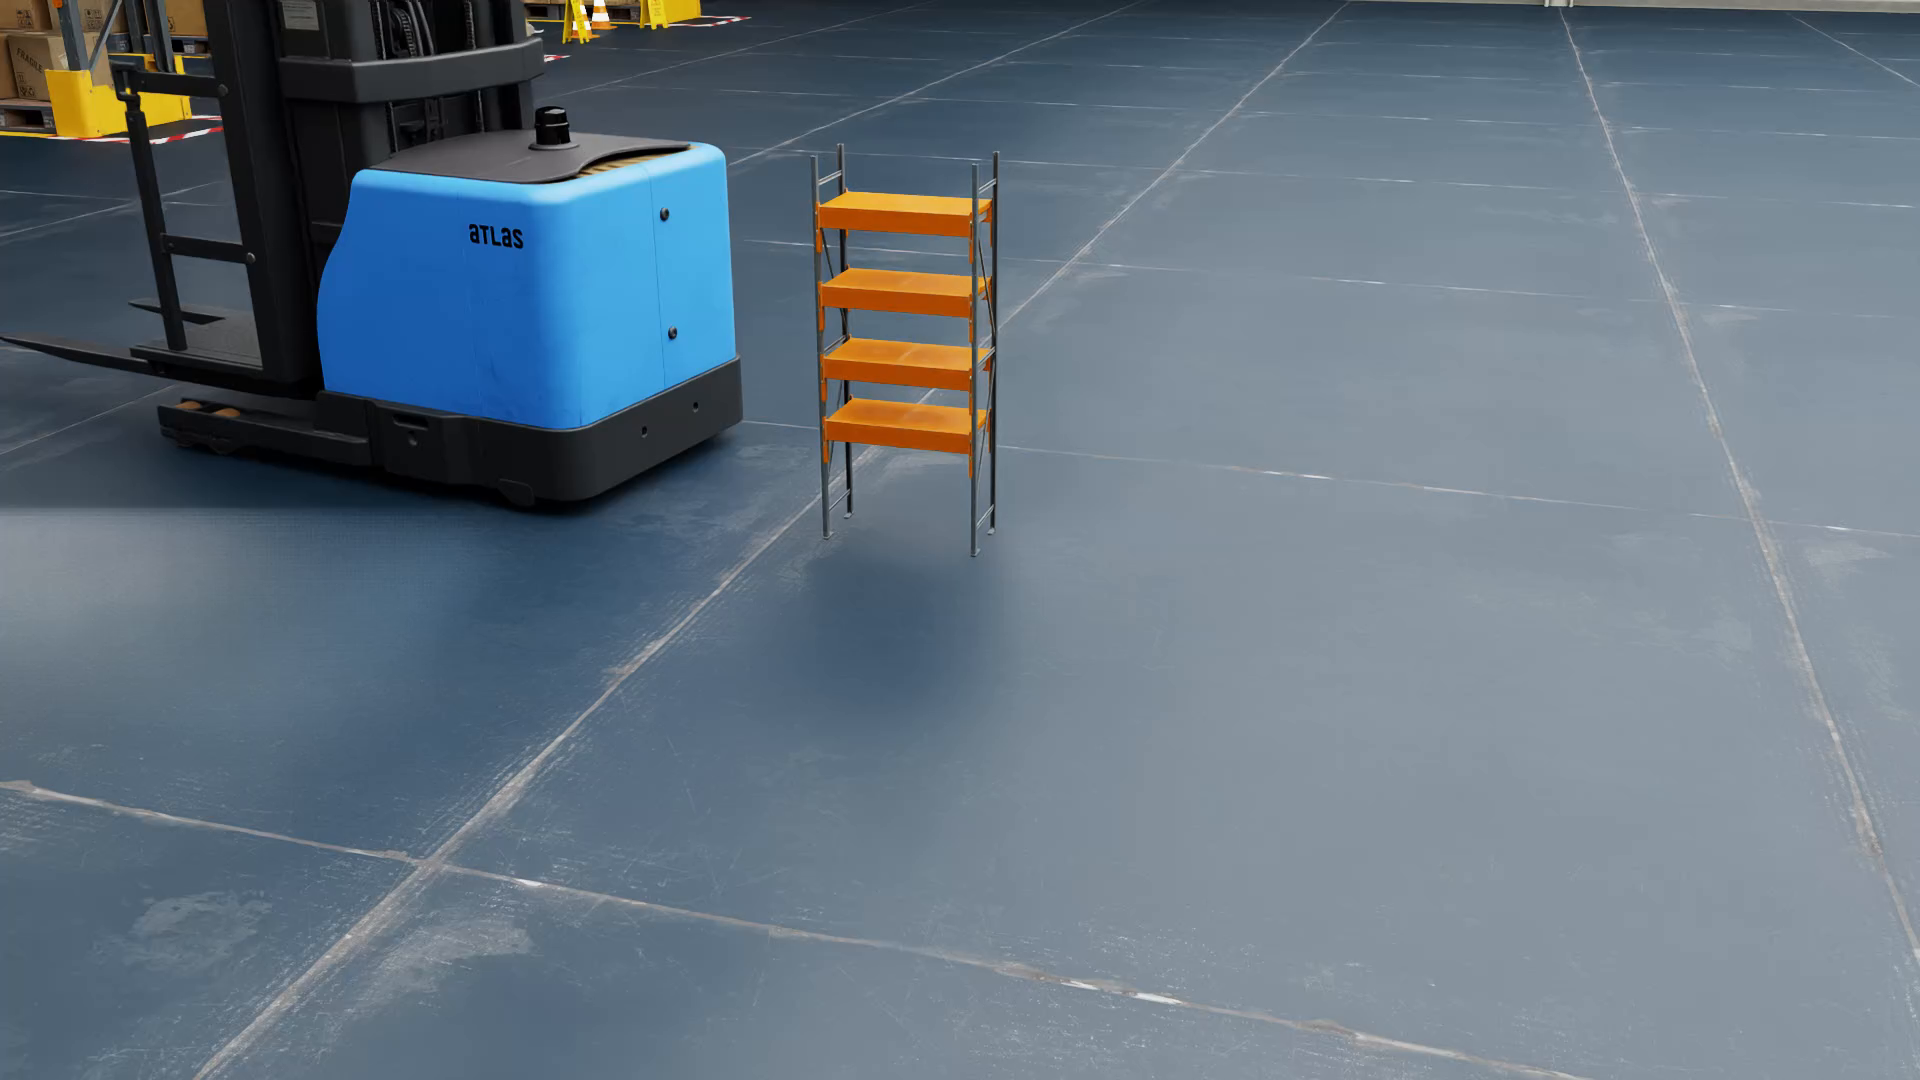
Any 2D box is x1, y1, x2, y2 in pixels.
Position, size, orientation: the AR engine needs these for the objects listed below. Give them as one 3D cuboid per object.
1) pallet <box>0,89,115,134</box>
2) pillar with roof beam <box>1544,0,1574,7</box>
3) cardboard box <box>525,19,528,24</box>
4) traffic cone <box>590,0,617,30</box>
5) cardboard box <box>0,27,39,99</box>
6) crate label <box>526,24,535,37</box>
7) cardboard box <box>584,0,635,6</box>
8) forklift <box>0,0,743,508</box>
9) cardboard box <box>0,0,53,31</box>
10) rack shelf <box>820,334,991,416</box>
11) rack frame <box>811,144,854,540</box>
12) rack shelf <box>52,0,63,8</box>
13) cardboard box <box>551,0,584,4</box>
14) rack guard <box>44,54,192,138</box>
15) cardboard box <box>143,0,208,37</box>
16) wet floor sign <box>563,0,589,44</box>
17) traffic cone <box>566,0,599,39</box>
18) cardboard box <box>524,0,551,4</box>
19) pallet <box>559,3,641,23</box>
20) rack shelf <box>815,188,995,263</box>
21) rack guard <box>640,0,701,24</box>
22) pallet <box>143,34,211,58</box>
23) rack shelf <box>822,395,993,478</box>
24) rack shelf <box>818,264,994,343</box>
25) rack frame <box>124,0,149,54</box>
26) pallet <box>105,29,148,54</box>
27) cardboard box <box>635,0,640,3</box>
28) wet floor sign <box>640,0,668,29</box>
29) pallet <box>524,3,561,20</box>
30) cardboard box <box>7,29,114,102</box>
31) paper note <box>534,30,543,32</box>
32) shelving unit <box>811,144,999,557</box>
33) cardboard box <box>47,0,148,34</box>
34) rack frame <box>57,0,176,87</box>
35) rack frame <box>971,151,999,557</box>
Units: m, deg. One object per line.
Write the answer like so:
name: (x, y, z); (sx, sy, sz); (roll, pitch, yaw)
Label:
pallet: (-7.468, -3.525, 13.586); (1.213, 0.211, 1.003); (7, 23, 16)
pillar with roof beam: (7.504, -10.409, 18.789); (0.400, 9.000, 9.100); (7, 23, 16)
cardboard box: (-5.602, -6.396, 20.667); (0.380, 0.149, 0.250); (-20, 29, -39)
traffic cone: (-4.549, -6.710, 21.019); (0.334, 0.463, 0.336); (7, 23, 16)
cardboard box: (-7.802, -3.870, 13.493); (0.500, 0.500, 0.500); (13, 26, 29)
crate label: (-5.315, -6.183, 20.162); (0.298, 0.136, 0.250); (-5, 23, -12)
cardboard box: (-4.639, -7.221, 21.992); (0.500, 0.250, 0.500); (6, 23, 15)
forklift: (-2.360, -1.832, 5.873); (3.031, 2.935, 1.130); (11, 25, 24)
cardboard box: (-10.470, -6.230, 18.918); (0.750, 0.750, 1.050); (7, 23, 15)
rack shelf: (-0.158, -0.511, 5.112); (0.480, 0.148, 0.258); (7, 23, 16)
rack frame: (-0.392, -0.600, 5.152); (0.015, 1.200, 0.240); (7, 23, 16)
rack shelf: (-8.542, -4.591, 13.459); (4.000, 0.370, 1.077); (7, 23, 16)
cardboard box: (-5.110, -7.278, 22.131); (0.500, 0.250, 0.500); (7, 23, 16)
rack guard: (-6.700, -3.557, 13.282); (0.348, 0.500, 1.175); (7, 23, 16)
cardboard box: (-8.345, -6.051, 18.316); (0.875, 0.875, 0.875); (7, 23, 16)
wet floor sign: (-4.498, -6.123, 19.347); (0.232, 0.644, 0.267); (3, 22, 6)
traffic cone: (-4.544, -6.270, 19.945); (0.334, 0.463, 0.336); (7, 23, 16)
cardboard box: (-5.612, -7.334, 22.266); (0.500, 0.250, 0.500); (6, 23, 14)
pallet: (-4.605, -7.126, 22.363); (1.213, 0.211, 1.003); (7, 23, 16)
rack shelf: (-0.158, -0.937, 4.937); (0.480, 0.148, 0.258); (7, 23, 16)
rack guard: (-3.837, -7.157, 22.060); (0.348, 0.500, 1.175); (7, 23, 16)
pallet: (-8.222, -5.533, 18.480); (1.213, 0.211, 1.003); (7, 23, 15)
rack shelf: (-0.158, -0.327, 5.187); (0.480, 0.148, 0.258); (7, 23, 16)
rack shelf: (-0.158, -0.718, 5.027); (0.480, 0.148, 0.258); (7, 23, 16)
rack frame: (-8.927, -6.934, 18.223); (0.127, 3.000, 1.000); (7, 23, 16)
pallet: (-9.688, -5.702, 18.892); (1.213, 0.211, 1.003); (7, 23, 16)
cardboard box: (-4.457, -7.417, 22.468); (0.500, 0.250, 0.500); (6, 23, 15)
wet floor sign: (-3.892, -6.807, 21.014); (0.232, 0.644, 0.267); (16, 27, 34)
pallet: (-5.769, -7.260, 22.691); (1.213, 0.211, 1.003); (7, 23, 16)
cardboard box: (-7.220, -3.817, 13.364); (0.500, 0.500, 0.500); (11, 25, 25)
paper note: (-5.245, -6.312, 20.618); (0.142, 0.019, 0.148); (-1, 22, -3)
shelving unit: (-0.158, -0.573, 5.087); (0.503, 1.200, 0.258); (7, 23, 16)
cardboard box: (-9.548, -6.123, 18.656); (0.750, 0.750, 1.050); (6, 23, 15)
rack frame: (-6.627, -4.705, 12.788); (0.127, 3.000, 1.000); (7, 23, 16)
rack frame: (0.075, -0.547, 5.021); (0.015, 1.200, 0.240); (7, 23, 16)
